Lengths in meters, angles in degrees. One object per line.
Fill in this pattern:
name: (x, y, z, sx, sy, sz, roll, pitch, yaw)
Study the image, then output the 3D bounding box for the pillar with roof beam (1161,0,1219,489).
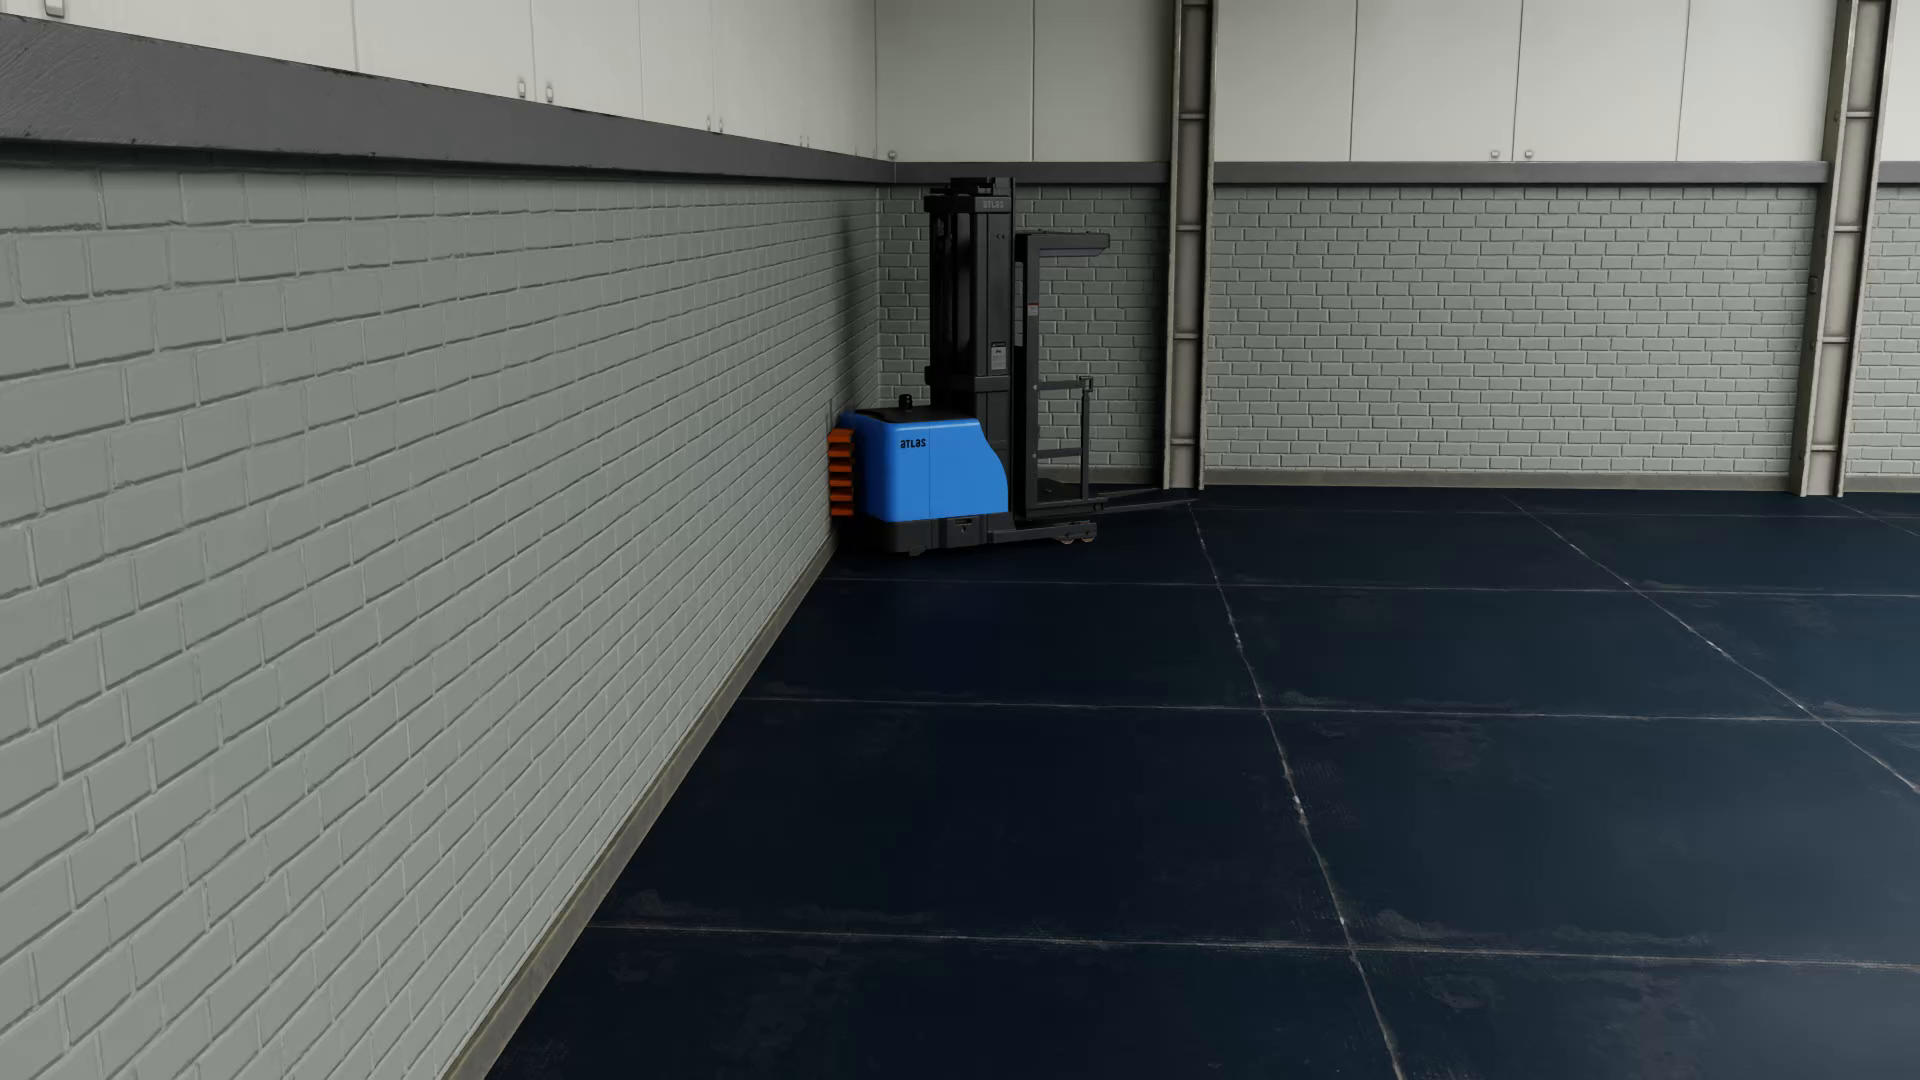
pillar with roof beam: (1.888, -4.050, 11.149, 0.400, 9.000, 9.100, 1, 12, 4)

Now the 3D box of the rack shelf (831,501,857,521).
rack shelf: (-0.924, -0.234, 13.307, 0.180, 0.103, 0.258, 1, 19, 6)

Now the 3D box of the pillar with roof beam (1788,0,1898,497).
pillar with roof beam: (7.875, -3.968, 10.757, 0.400, 9.000, 9.100, 1, 12, 4)

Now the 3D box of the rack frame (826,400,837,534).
rack frame: (-1.020, -0.505, 13.225, 0.006, 1.200, 0.240, 1, 19, 6)

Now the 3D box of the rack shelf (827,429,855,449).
rack shelf: (-0.935, -0.802, 13.114, 0.180, 0.103, 0.258, 1, 19, 6)

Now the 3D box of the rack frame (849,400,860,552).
rack frame: (-0.838, -0.502, 13.207, 0.006, 1.200, 0.240, 1, 19, 6)

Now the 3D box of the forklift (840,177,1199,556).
forklift: (0.563, -1.492, 13.741, 3.031, 2.935, 1.130, -6, 13, -26)

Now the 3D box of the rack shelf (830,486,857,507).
rack shelf: (-0.926, -0.348, 13.269, 0.180, 0.103, 0.258, 1, 19, 6)

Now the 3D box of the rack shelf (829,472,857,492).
rack shelf: (-0.928, -0.462, 13.230, 0.180, 0.103, 0.258, 1, 19, 6)

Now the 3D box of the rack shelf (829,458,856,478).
rack shelf: (-0.931, -0.575, 13.192, 0.180, 0.103, 0.258, 1, 19, 6)

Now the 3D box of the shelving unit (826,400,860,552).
shelving unit: (-0.929, -0.504, 13.216, 0.189, 1.200, 0.258, 1, 19, 6)

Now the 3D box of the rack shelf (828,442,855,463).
rack shelf: (-0.933, -0.689, 13.153, 0.180, 0.103, 0.258, 1, 19, 6)
